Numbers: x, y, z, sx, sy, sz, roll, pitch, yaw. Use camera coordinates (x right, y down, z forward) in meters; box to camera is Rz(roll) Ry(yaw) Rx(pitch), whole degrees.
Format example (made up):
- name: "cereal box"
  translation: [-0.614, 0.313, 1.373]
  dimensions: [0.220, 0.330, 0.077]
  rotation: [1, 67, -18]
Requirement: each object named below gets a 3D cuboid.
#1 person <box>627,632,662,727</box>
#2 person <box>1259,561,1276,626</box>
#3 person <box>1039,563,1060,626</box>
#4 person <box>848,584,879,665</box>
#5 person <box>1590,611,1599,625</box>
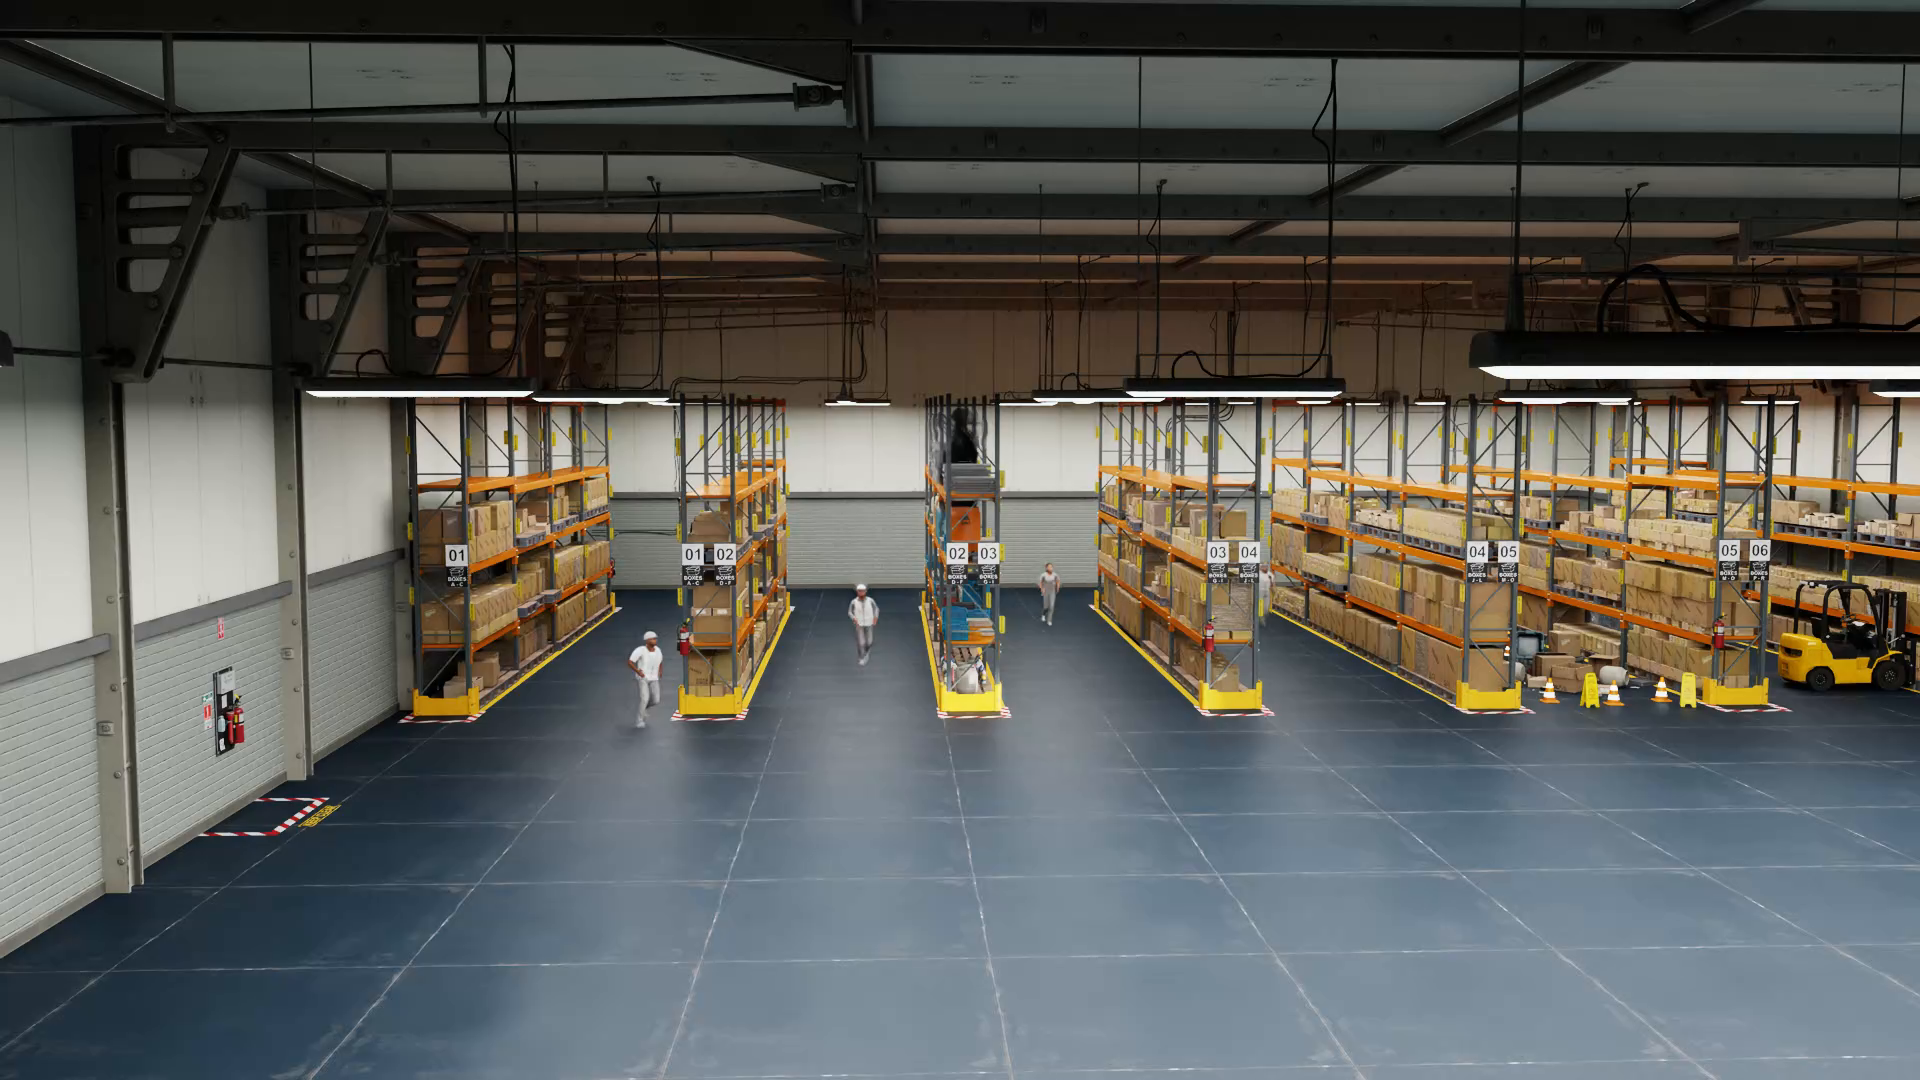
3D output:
- name: "person"
  translation: [-5.670, 2.508, 30.192]
  dimensions: [0.711, 1.681, 0.537]
  rotation: [-4, 6, -41]
- name: "person"
  translation: [7.977, 1.409, 43.628]
  dimensions: [0.648, 1.723, 0.674]
  rotation: [0, 5, -5]
- name: "person"
  translation: [2.374, 1.436, 44.129]
  dimensions: [0.585, 1.628, 0.605]
  rotation: [-1, 5, -8]
- name: "person"
  translation: [-2.048, 1.813, 35.370]
  dimensions: [0.671, 1.731, 0.512]
  rotation: [-1, 5, -7]
- name: "person"
  translation: [16.392, 1.516, 43.172]
  dimensions: [0.507, 1.560, 0.701]
  rotation: [-1, 5, -8]
